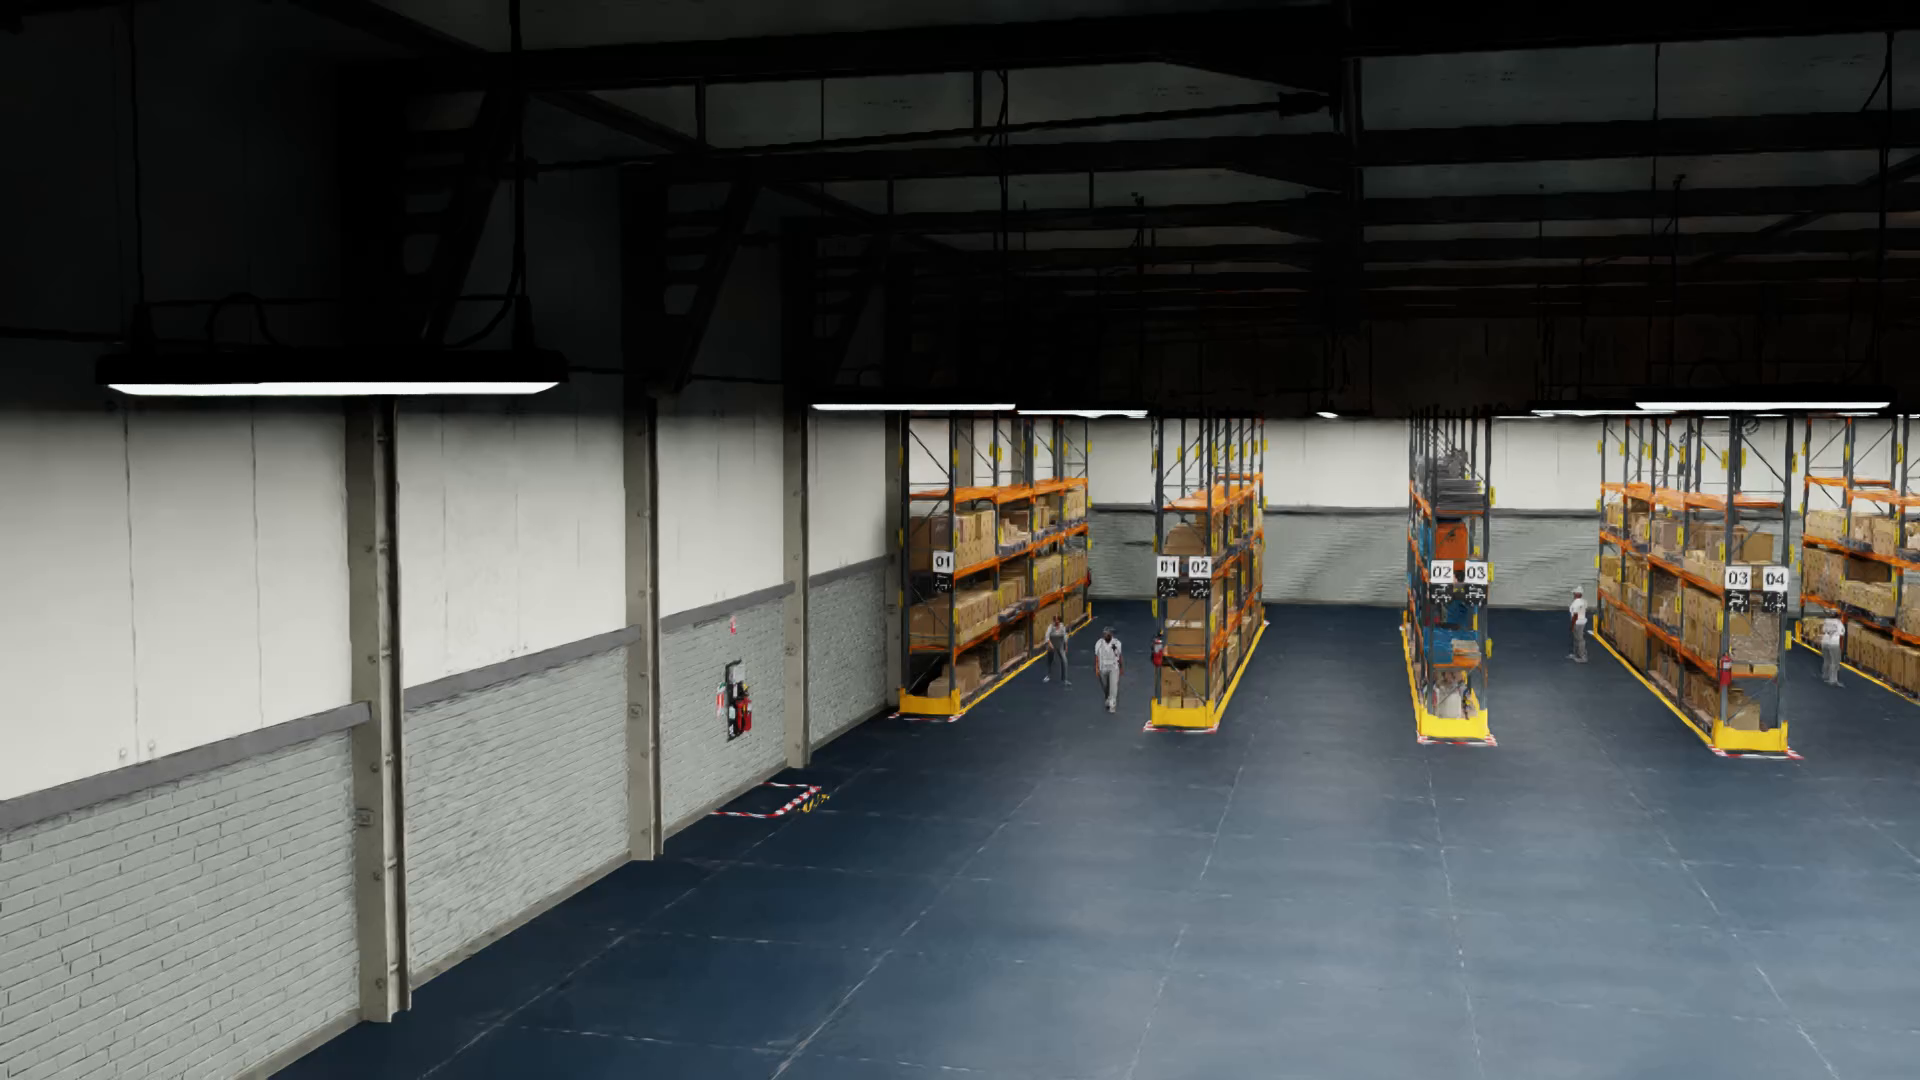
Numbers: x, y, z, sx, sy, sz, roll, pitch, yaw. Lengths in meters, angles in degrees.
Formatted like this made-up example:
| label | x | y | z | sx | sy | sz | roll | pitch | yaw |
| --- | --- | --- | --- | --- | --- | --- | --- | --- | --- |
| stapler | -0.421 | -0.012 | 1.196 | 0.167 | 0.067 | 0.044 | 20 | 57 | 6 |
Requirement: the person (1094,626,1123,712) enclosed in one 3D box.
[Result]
| label | x | y | z | sx | sy | sz | roll | pitch | yaw |
| --- | --- | --- | --- | --- | --- | --- | --- | --- | --- |
| person | 2.918 | 2.514 | 32.821 | 0.542 | 1.675 | 1.126 | 1 | 4 | 16 |

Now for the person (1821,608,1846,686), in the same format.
| label | x | y | z | sx | sy | sz | roll | pitch | yaw |
| --- | --- | --- | --- | --- | --- | --- | --- | --- | --- |
| person | 18.919 | 2.299 | 36.005 | 0.443 | 1.666 | 0.526 | -1 | 4 | -18 |

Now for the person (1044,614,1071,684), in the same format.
| label | x | y | z | sx | sy | sz | roll | pitch | yaw |
| --- | --- | --- | --- | --- | --- | --- | --- | --- | --- |
| person | 2.098 | 2.350 | 36.215 | 0.552 | 1.527 | 0.782 | 0 | 4 | -4 |

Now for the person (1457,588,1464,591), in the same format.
| label | x | y | z | sx | sy | sz | roll | pitch | yaw |
| --- | --- | --- | --- | --- | --- | --- | --- | --- | --- |
| person | 14.060 | 1.528 | 46.516 | 0.704 | 1.710 | 0.761 | -1 | 4 | -8 |

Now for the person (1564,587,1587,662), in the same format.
| label | x | y | z | sx | sy | sz | roll | pitch | yaw |
| --- | --- | --- | --- | --- | --- | --- | --- | --- | --- |
| person | 14.686 | 1.989 | 39.595 | 0.585 | 1.763 | 0.682 | 3 | 5 | 33 |
